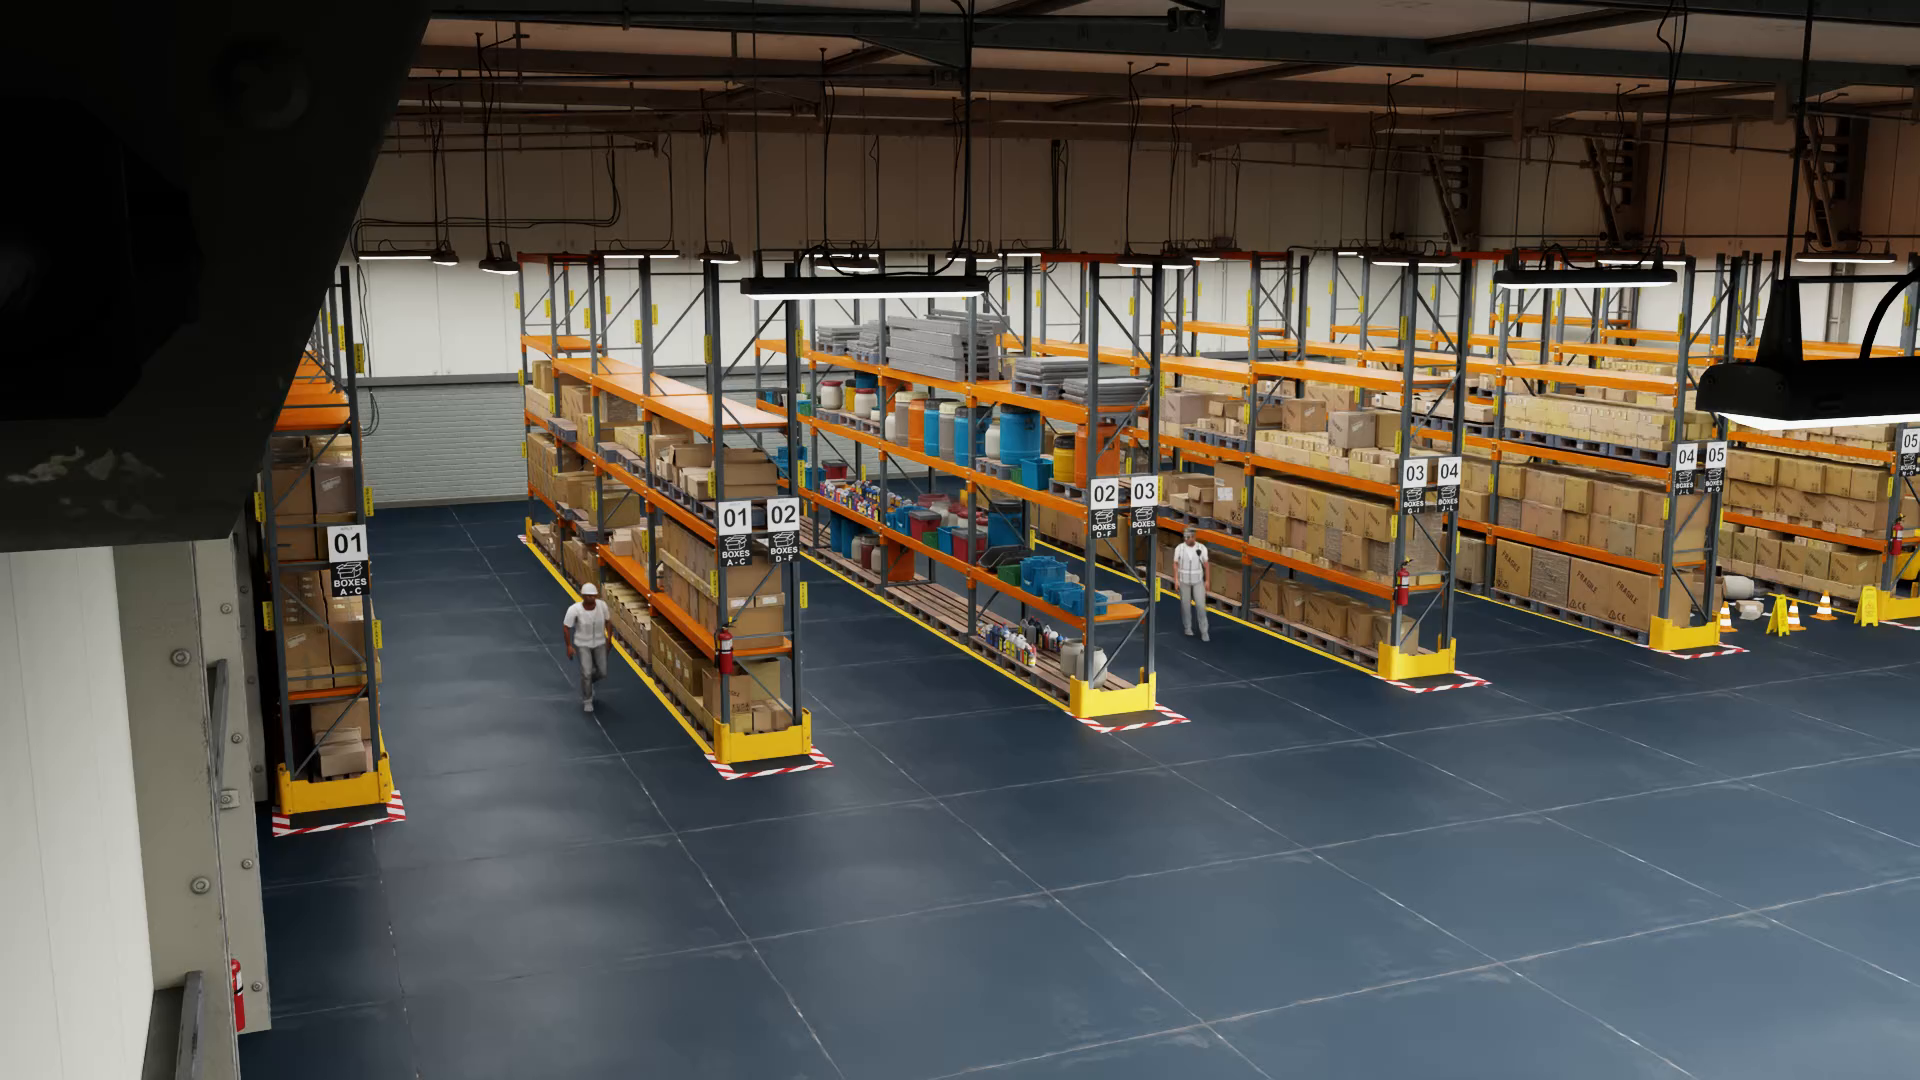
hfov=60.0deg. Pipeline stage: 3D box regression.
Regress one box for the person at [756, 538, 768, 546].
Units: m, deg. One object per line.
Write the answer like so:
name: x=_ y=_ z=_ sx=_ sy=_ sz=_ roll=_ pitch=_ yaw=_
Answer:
person: x=-3.354 y=0.472 z=27.847 sx=0.541 sy=1.654 sz=0.505 roll=0 pitch=10 yaw=-1

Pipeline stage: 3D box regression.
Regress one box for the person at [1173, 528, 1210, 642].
person: x=3.699 y=0.696 z=26.453 sx=0.640 sy=1.776 sz=0.614 roll=2 pitch=11 yaw=13

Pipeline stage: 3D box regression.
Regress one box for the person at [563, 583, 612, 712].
person: x=-5.052 y=1.410 z=22.536 sx=0.659 sy=1.744 sz=0.657 roll=-7 pitch=12 yaw=-32
